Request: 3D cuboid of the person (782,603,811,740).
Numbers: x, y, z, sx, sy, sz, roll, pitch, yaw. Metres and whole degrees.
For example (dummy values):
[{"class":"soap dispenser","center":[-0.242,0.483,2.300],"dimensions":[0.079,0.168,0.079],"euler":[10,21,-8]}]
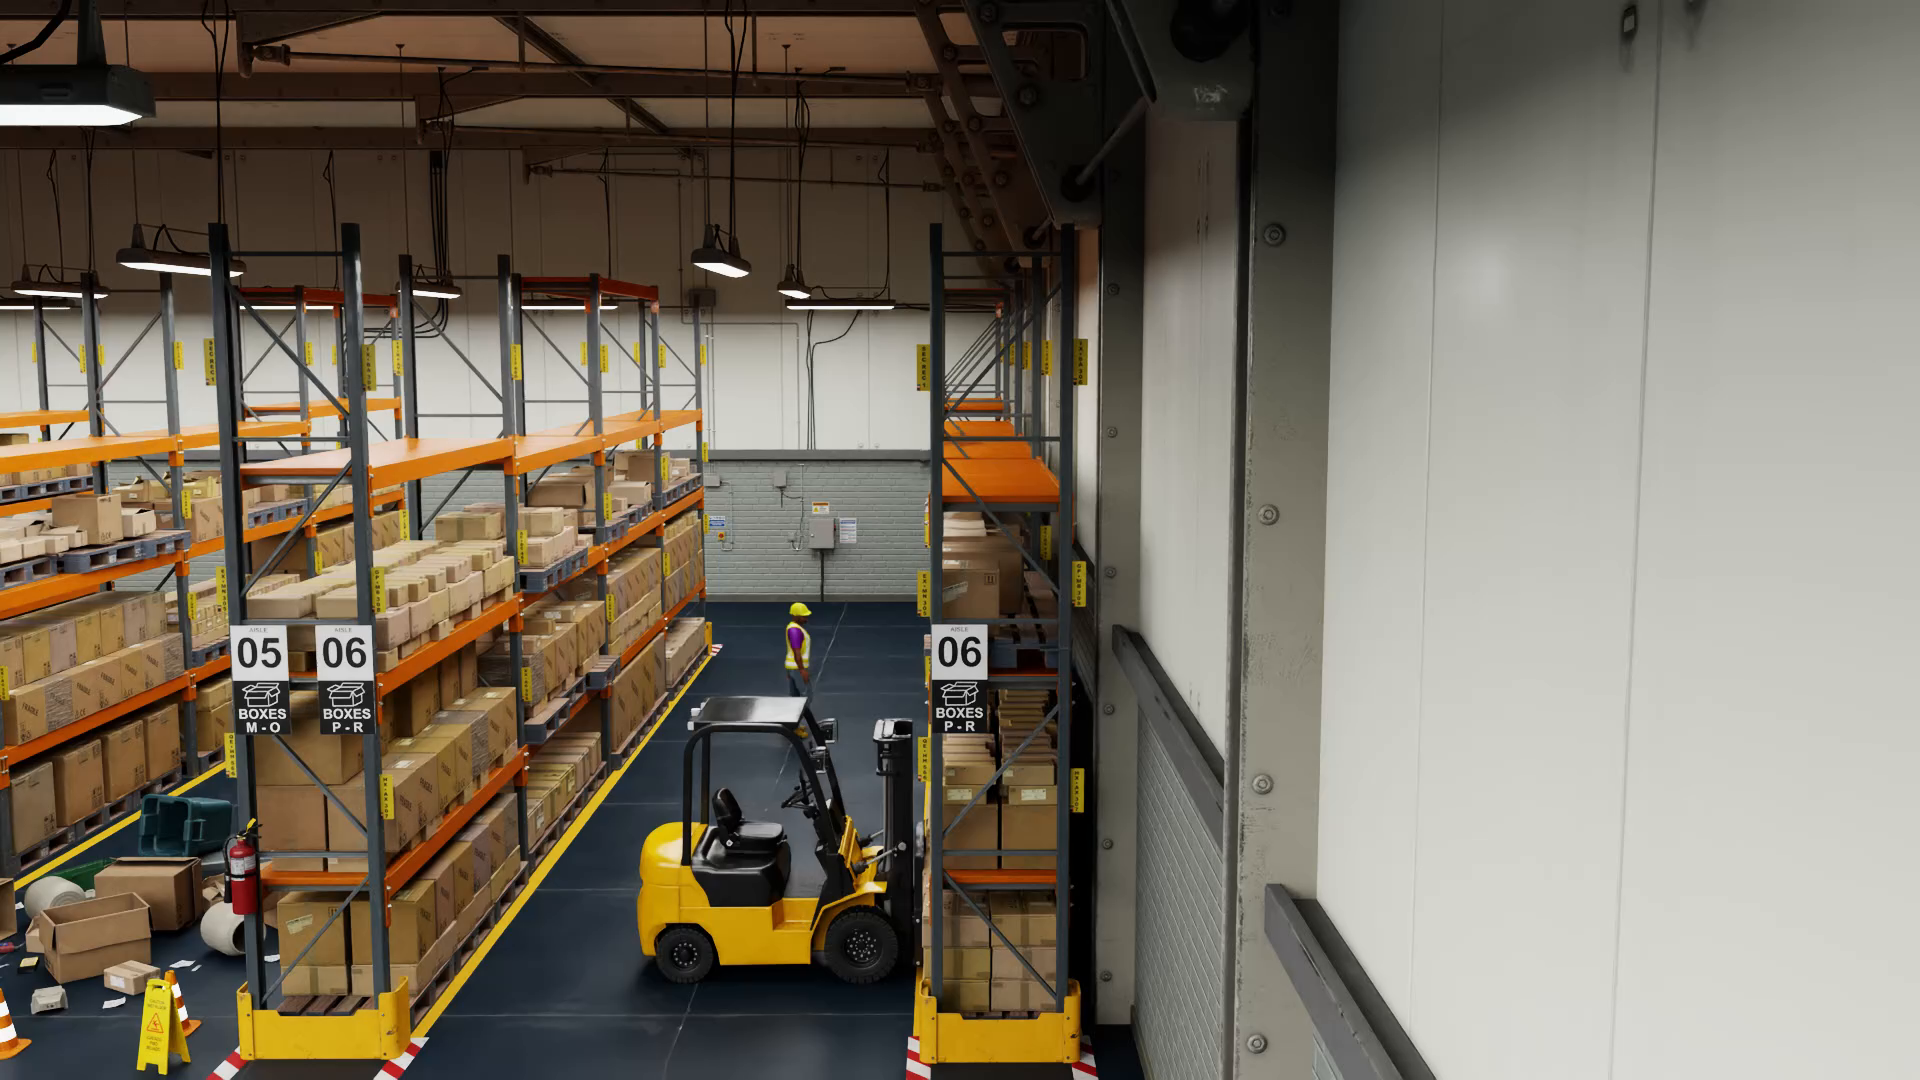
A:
[{"class":"person","center":[-2.167,1.729,22.065],"dimensions":[0.393,1.789,0.633],"euler":[-3,7,-22]}]
